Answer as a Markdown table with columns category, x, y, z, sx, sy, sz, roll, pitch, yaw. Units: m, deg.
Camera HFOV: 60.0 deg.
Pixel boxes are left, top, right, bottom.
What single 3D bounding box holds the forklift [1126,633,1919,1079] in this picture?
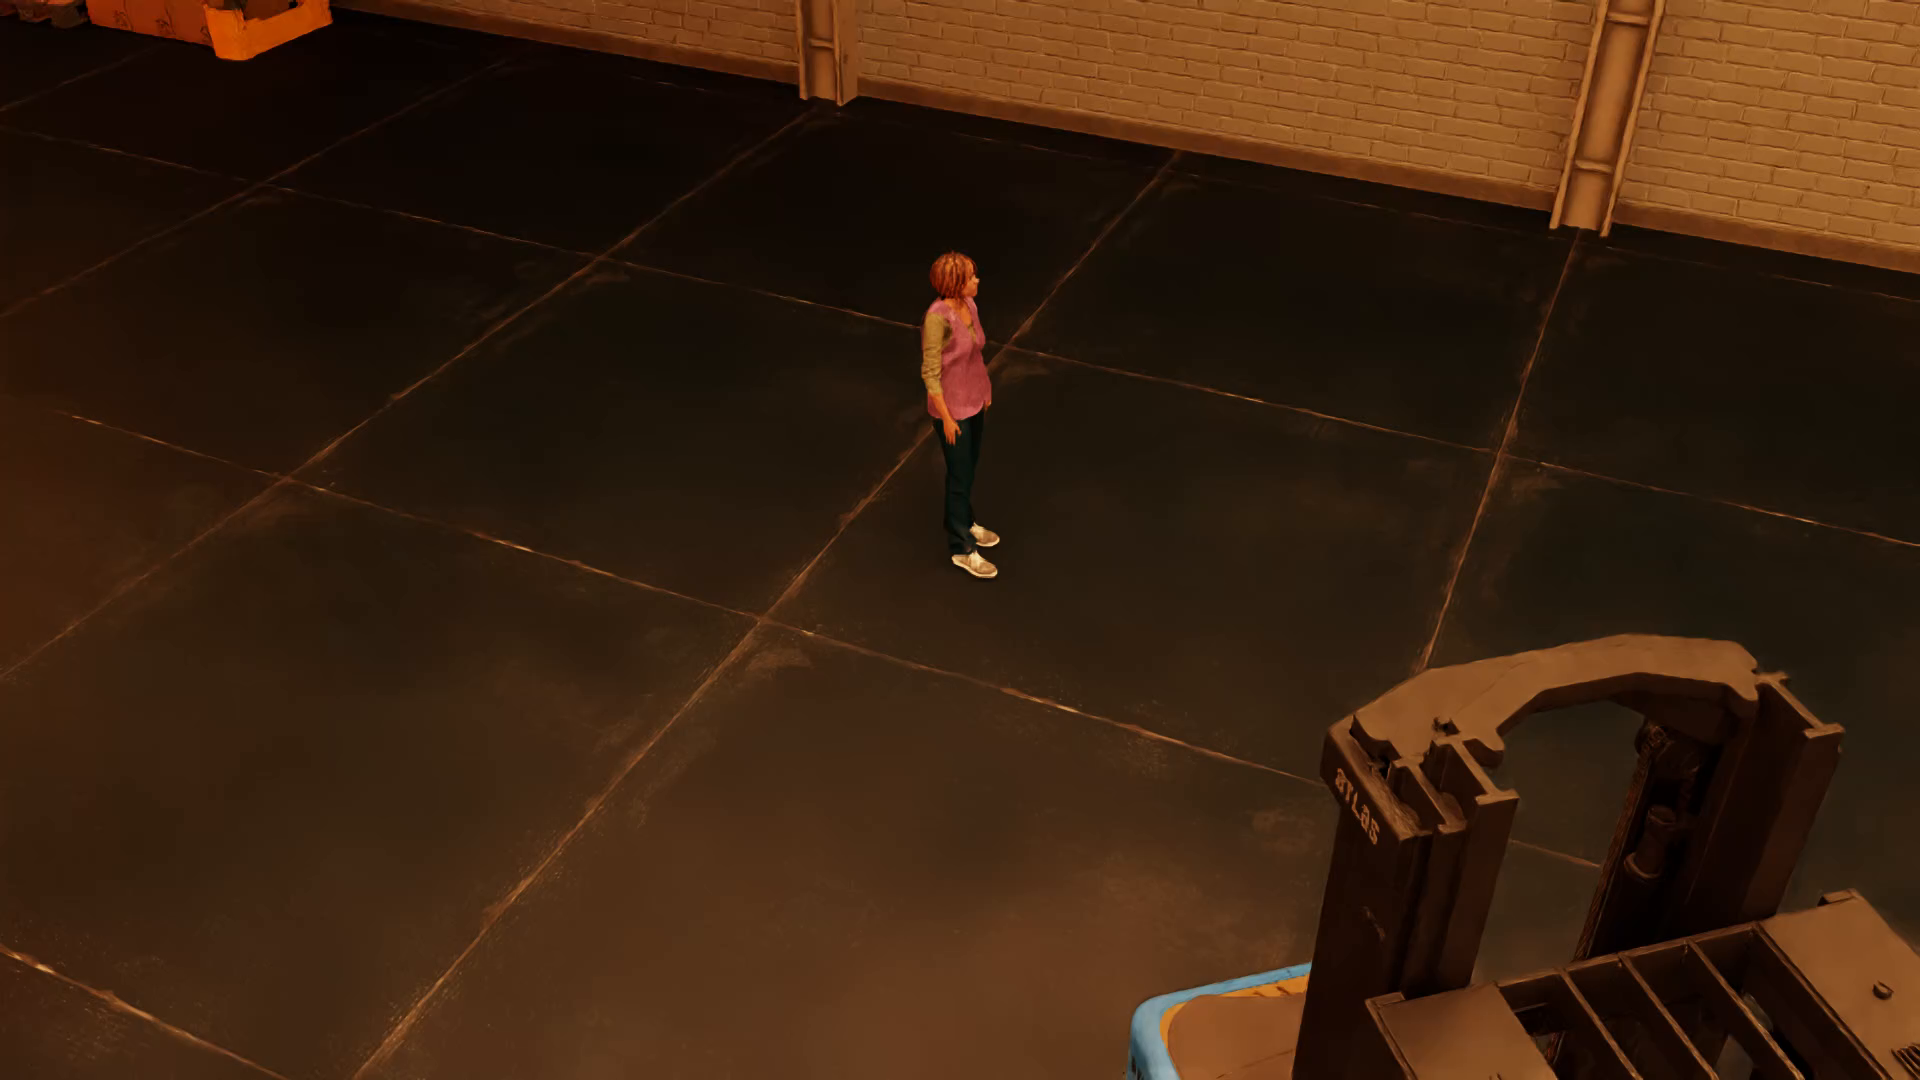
| category | x | y | z | sx | sy | sz | roll | pitch | yaw |
| --- | --- | --- | --- | --- | --- | --- | --- | --- | --- |
| forklift | 1.358 | 1.787 | 3.582 | 1.130 | 2.935 | 3.031 | -9 | 36 | -12 |

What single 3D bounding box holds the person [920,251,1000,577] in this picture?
| category | x | y | z | sx | sy | sz | roll | pitch | yaw |
| --- | --- | --- | --- | --- | --- | --- | --- | --- | --- |
| person | 0.062 | -0.631 | 8.108 | 0.474 | 1.597 | 0.520 | 15 | 38 | 20 |
